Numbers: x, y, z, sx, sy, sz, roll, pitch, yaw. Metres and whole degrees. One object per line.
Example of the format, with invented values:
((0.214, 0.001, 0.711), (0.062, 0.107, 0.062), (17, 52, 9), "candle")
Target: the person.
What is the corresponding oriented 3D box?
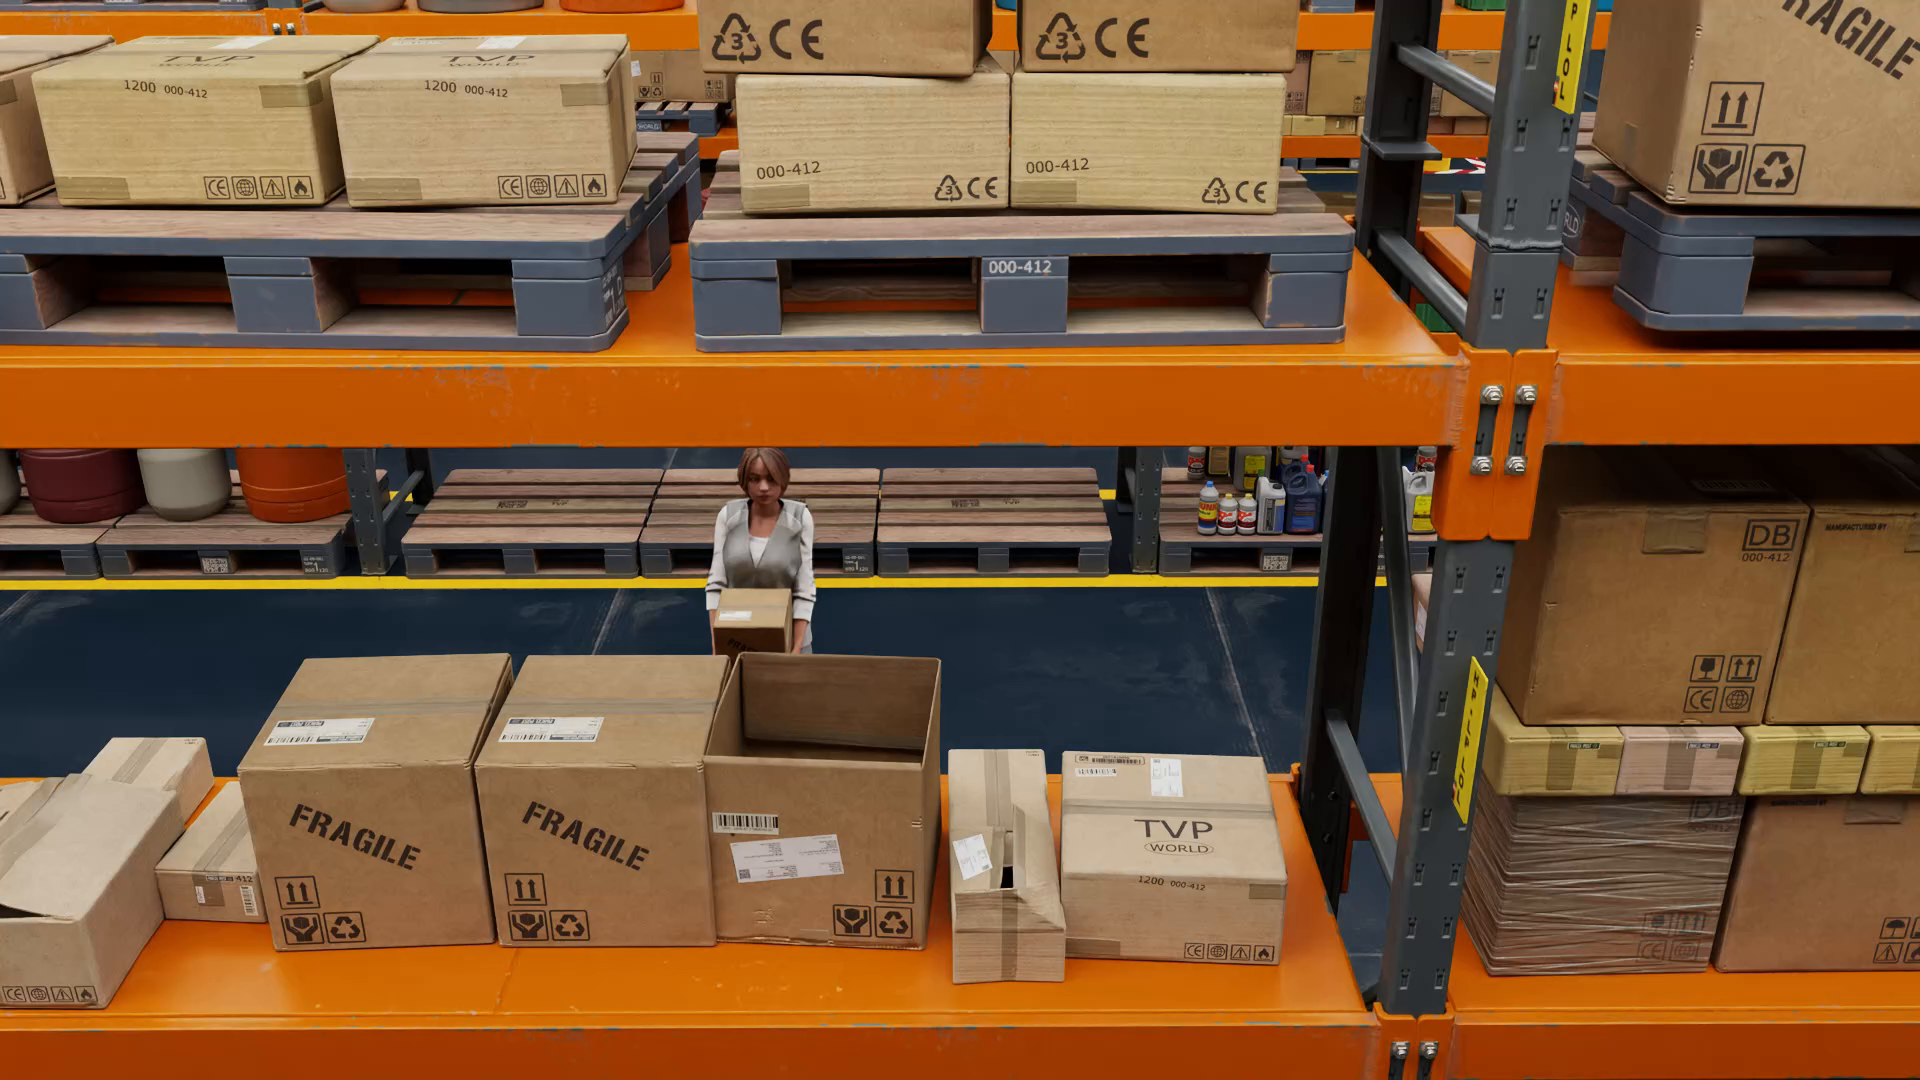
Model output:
((-0.728, 0.430, 6.179), (0.404, 1.590, 0.499), (0, 24, 0), "person")
